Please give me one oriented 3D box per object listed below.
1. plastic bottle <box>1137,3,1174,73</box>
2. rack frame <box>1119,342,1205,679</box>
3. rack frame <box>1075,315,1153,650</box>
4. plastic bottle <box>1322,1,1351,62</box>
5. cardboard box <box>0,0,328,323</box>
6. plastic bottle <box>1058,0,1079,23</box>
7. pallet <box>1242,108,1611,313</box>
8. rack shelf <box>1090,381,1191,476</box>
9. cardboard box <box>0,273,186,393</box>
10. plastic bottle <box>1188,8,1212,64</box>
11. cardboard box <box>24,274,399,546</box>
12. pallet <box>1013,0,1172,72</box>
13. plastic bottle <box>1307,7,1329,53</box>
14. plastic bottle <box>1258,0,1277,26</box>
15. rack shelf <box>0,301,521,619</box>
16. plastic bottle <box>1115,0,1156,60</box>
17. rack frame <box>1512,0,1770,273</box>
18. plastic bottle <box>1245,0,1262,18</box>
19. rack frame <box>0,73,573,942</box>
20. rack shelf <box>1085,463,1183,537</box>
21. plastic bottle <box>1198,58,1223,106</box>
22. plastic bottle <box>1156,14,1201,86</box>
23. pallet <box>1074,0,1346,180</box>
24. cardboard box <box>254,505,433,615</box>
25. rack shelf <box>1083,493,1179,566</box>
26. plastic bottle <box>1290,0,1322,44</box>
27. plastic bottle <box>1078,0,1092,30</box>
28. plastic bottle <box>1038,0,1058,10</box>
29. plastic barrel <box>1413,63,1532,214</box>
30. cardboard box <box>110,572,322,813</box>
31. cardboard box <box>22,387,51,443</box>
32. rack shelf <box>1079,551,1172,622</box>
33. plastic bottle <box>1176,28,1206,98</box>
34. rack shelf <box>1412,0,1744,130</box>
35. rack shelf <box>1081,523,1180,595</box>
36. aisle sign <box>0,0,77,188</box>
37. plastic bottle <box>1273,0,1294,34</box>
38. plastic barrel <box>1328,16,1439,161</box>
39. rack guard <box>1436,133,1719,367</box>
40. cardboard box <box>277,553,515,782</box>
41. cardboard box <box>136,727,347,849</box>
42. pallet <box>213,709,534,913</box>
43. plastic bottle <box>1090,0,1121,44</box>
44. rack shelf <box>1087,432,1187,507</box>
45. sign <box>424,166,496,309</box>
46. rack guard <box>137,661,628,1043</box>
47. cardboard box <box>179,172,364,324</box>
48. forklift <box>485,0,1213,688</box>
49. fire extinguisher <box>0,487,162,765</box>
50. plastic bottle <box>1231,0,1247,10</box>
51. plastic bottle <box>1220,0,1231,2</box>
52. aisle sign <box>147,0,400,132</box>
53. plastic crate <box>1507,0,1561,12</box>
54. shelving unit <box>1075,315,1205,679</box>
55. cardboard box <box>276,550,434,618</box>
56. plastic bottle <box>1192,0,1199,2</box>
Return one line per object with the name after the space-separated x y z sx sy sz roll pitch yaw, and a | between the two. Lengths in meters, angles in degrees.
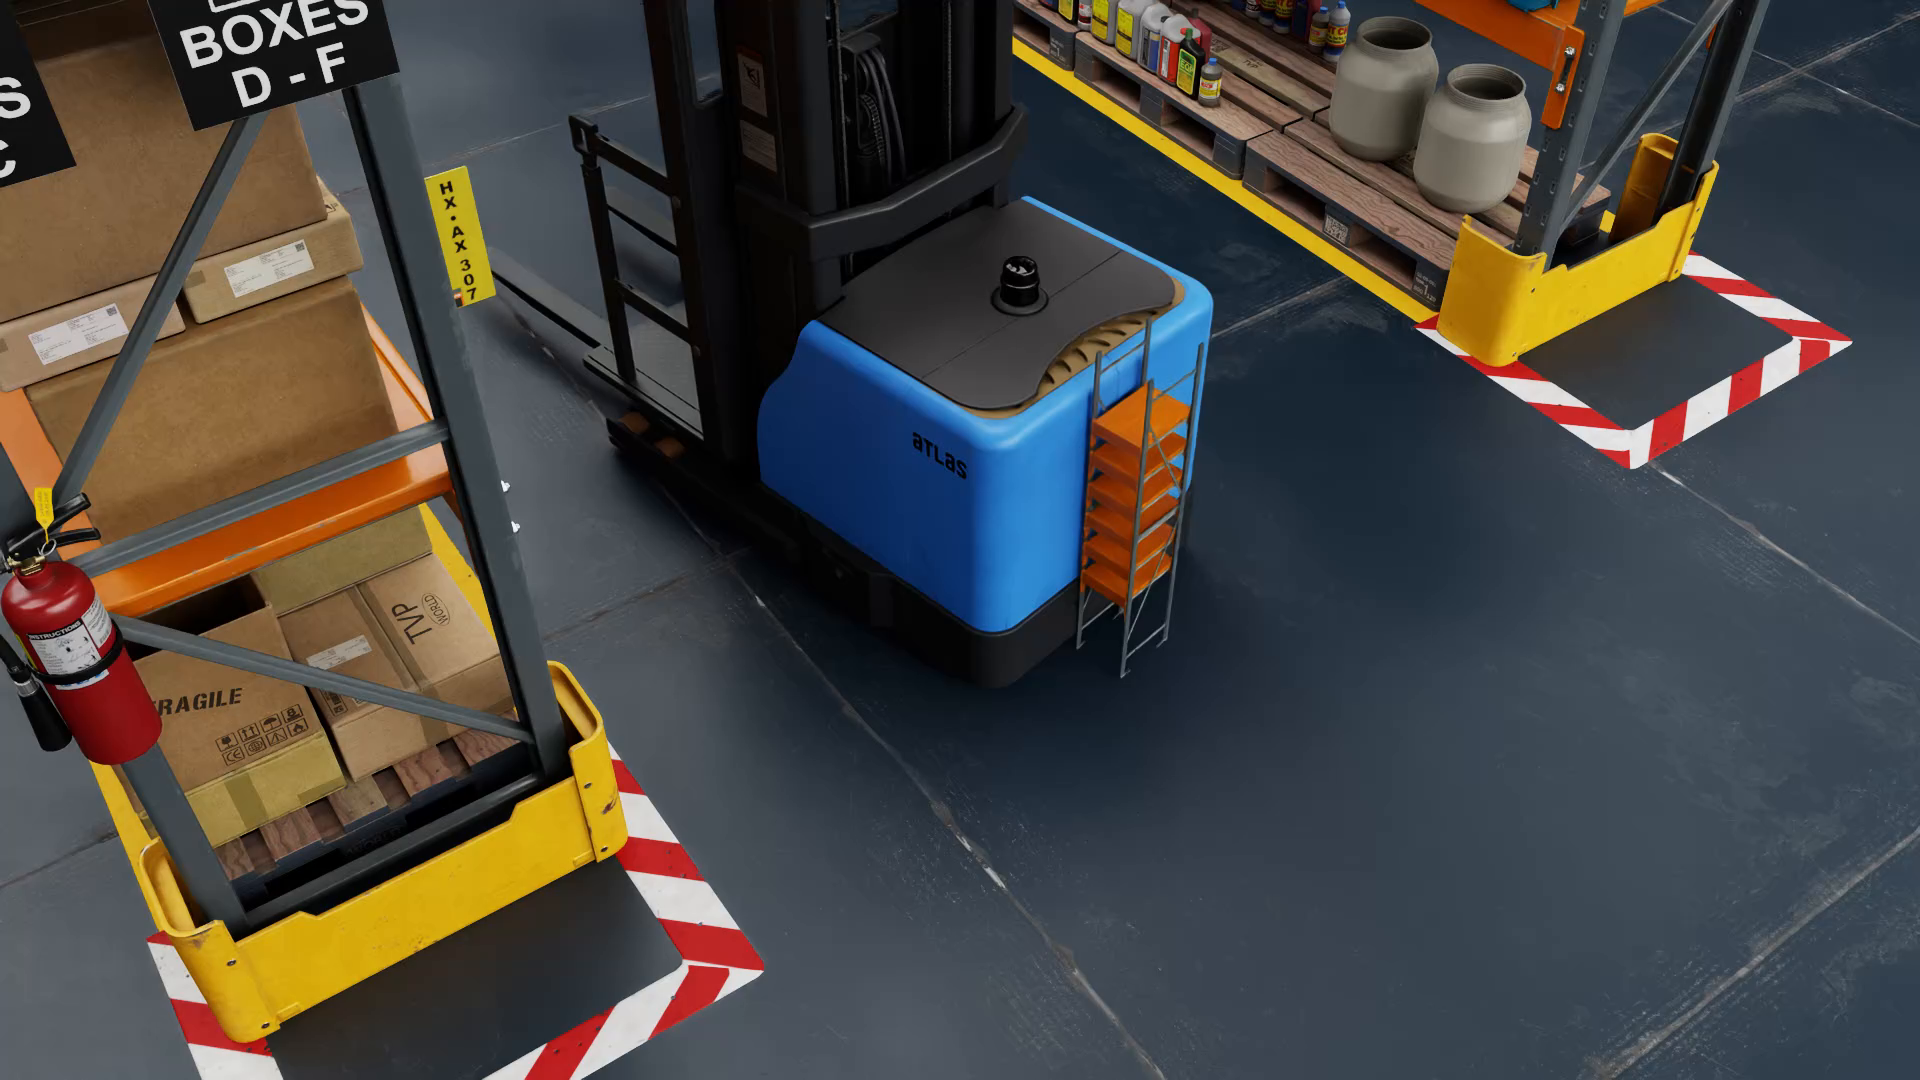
0.921 -2.315 7.657 0.152 0.276 0.135 -27 50 -25 | plastic bottle
0.590 -0.051 4.935 0.006 1.200 0.240 33 53 30 | rack frame
0.457 -0.138 5.026 0.006 1.200 0.240 33 53 30 | rack frame
1.751 -2.365 7.712 0.097 0.271 0.097 0 44 0 | plastic bottle
-1.820 -0.893 3.501 0.700 0.500 0.500 -26 49 -24 | cardboard box
0.534 -2.646 7.998 0.061 0.283 0.133 -24 48 -23 | plastic bottle
1.990 -1.520 7.190 1.003 0.211 1.213 -26 49 -24 | pallet
0.523 -0.323 4.763 0.180 0.103 0.258 33 53 30 | rack shelf
-1.908 -0.500 3.559 0.380 0.149 0.250 -27 50 -25 | cardboard box
1.087 -2.282 7.617 0.061 0.283 0.133 -26 49 -24 | plastic bottle
-1.789 -0.393 3.917 0.700 0.500 0.500 -26 49 -24 | cardboard box
0.594 -2.902 8.637 1.003 0.211 1.213 -26 49 -24 | pallet
1.691 -2.398 7.797 0.097 0.201 0.097 0 44 0 | plastic bottle
1.497 -2.615 7.975 0.097 0.271 0.097 0 44 0 | plastic bottle
-2.677 -0.960 5.105 1.077 0.370 4.000 -26 49 -24 | rack shelf
0.823 -2.435 7.728 0.144 0.351 0.185 -24 49 -23 | plastic bottle
2.532 -2.042 5.717 1.000 3.000 0.127 -26 49 -24 | rack frame
1.441 -2.646 8.058 0.097 0.201 0.097 0 44 0 | plastic bottle
-1.533 -0.088 3.670 1.000 3.000 0.127 -26 49 -24 | rack frame
0.523 -0.150 4.928 0.180 0.103 0.258 33 53 30 | rack shelf
1.122 -2.056 7.440 0.097 0.201 0.097 0 44 0 | plastic bottle
1.000 -2.237 7.575 0.152 0.276 0.135 -25 49 -24 | plastic bottle
1.296 -2.211 7.913 1.003 0.211 1.213 -26 49 -24 | pallet
-1.945 -0.190 4.921 0.500 0.500 0.500 -26 49 -24 | cardboard box
0.523 -0.063 5.011 0.180 0.103 0.258 33 53 30 | rack shelf
1.636 -2.504 7.850 0.061 0.283 0.133 -25 49 -24 | plastic bottle
0.616 -2.557 7.964 0.097 0.201 0.097 0 44 0 | plastic bottle
0.473 -2.781 8.090 0.144 0.351 0.185 -28 50 -26 | plastic bottle
2.093 -1.637 6.790 0.421 0.512 0.421 0 44 0 | plastic barrel
-2.084 0.297 4.410 0.500 0.500 0.500 -26 49 -24 | cardboard box
-2.094 -0.689 4.227 0.700 0.500 0.500 -24 49 -23 | cardboard box
0.523 0.111 5.177 0.180 0.103 0.258 33 53 30 | rack shelf
1.040 -2.145 7.473 0.061 0.283 0.133 -25 49 -24 | plastic bottle
1.388 -2.915 7.152 1.077 0.370 4.000 -26 49 -24 | rack shelf
0.523 0.024 5.094 0.180 0.103 0.258 33 53 30 | rack shelf
-1.736 -0.875 2.611 0.394 0.787 0.004 -26 49 -24 | aisle sign
1.555 -2.559 7.915 0.097 0.271 0.097 0 44 0 | plastic bottle
1.806 -1.921 7.087 0.421 0.512 0.421 0 44 0 | plastic barrel
2.450 -1.163 6.606 1.175 0.500 0.348 -26 49 -24 | rack guard
-1.657 0.363 4.884 0.500 0.250 0.500 -26 49 -24 | cardboard box
-2.082 0.568 4.670 0.500 0.250 0.500 -26 49 -24 | cardboard box
-2.005 0.504 5.069 1.003 0.211 1.213 -26 49 -24 | pallet
0.716 -2.540 7.838 0.144 0.351 0.185 -26 49 -25 | plastic bottle
0.523 -0.236 4.845 0.180 0.103 0.258 33 53 30 | rack shelf
-1.074 -0.645 3.570 0.100 0.325 0.005 -26 49 -24 | sign
-1.519 0.830 4.519 1.175 0.500 0.348 -26 49 -24 | rack guard
-1.581 -0.666 3.733 0.380 0.149 0.250 -26 49 -25 | cardboard box
-0.634 -1.499 5.197 3.031 2.935 1.130 33 53 30 | forklift
-1.846 0.191 3.434 0.296 0.674 0.183 -26 49 -24 | fire extinguisher
1.381 -2.730 8.095 0.097 0.271 0.097 0 44 0 | plastic bottle
1.323 -2.763 8.179 0.097 0.201 0.097 0 44 0 | plastic bottle
-1.244 -1.112 2.860 0.394 0.787 0.004 -26 49 -24 | aisle sign
2.000 -2.154 5.942 0.499 0.251 0.616 -26 49 -24 | plastic crate
0.523 -0.095 4.981 0.189 1.200 0.258 33 53 30 | shelving unit
-1.946 0.082 5.179 0.500 0.250 0.500 -26 49 -24 | cardboard box
1.146 -2.806 8.166 0.061 0.283 0.133 -26 49 -24 | plastic bottle
